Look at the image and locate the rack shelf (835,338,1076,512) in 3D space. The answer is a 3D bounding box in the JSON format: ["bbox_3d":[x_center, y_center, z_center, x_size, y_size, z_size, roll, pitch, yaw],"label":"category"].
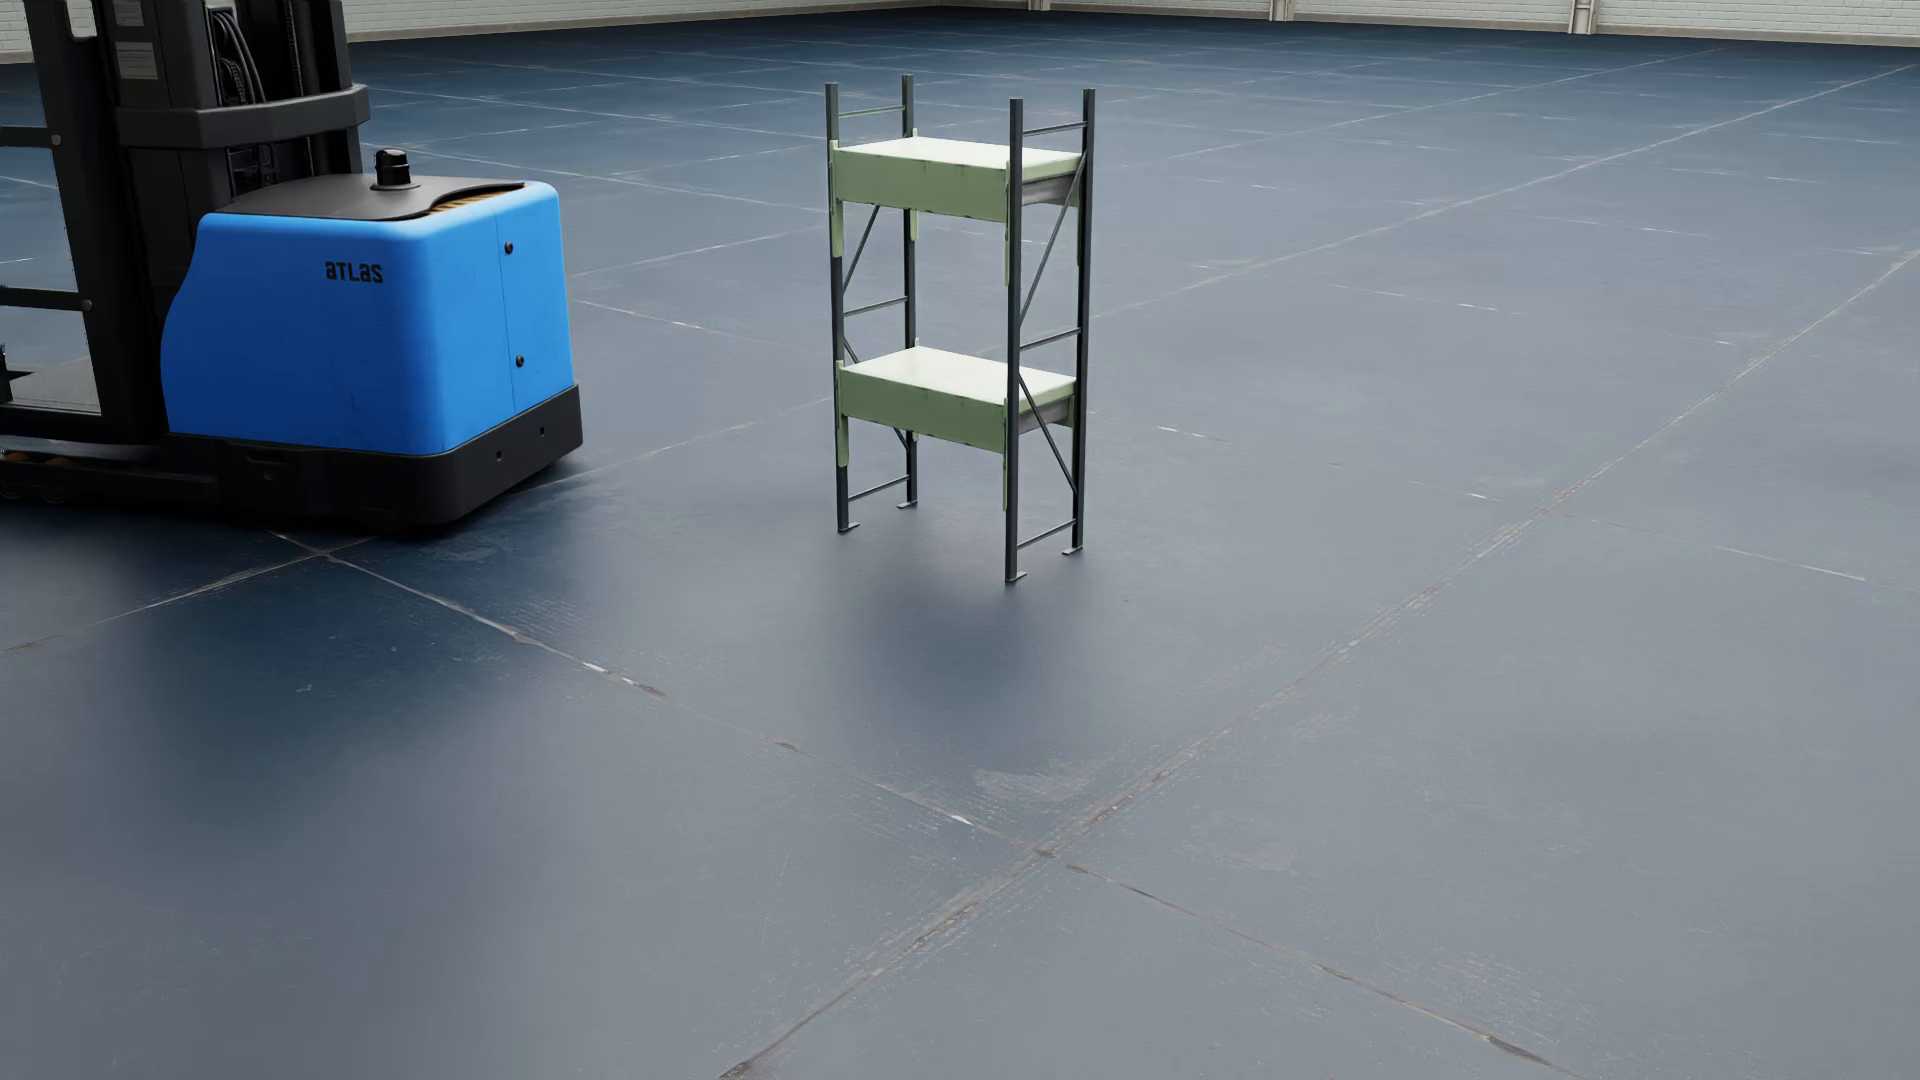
[{"bbox_3d":[-0.005,-0.398,5.523,0.720,0.370,0.431,16,26,36],"label":"rack shelf"}]

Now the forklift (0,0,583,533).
[{"bbox_3d":[-3.038,-1.672,5.948,3.031,2.935,1.130,6,21,15],"label":"forklift"}]

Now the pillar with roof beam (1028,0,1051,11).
[{"bbox_3d":[-0.972,-14.709,31.921,0.400,9.000,9.100,16,26,36],"label":"pillar with roof beam"}]

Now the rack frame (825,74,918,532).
[{"bbox_3d":[-0.289,-0.785,5.624,0.023,1.500,0.400,16,26,36],"label":"rack frame"}]

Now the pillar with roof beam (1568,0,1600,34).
[{"bbox_3d":[8.324,-12.032,24.821,0.400,9.000,9.100,16,26,36],"label":"pillar with roof beam"}]

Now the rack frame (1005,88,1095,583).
[{"bbox_3d":[0.278,-0.622,5.191,0.023,1.500,0.400,16,26,36],"label":"rack frame"}]

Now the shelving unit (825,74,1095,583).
[{"bbox_3d":[-0.005,-0.703,5.407,0.755,1.500,0.431,16,26,36],"label":"shelving unit"}]

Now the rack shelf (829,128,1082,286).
[{"bbox_3d":[-0.005,-1.068,5.270,0.720,0.370,0.431,16,26,36],"label":"rack shelf"}]

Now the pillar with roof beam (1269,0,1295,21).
[{"bbox_3d":[3.676,-13.371,28.371,0.400,9.000,9.100,16,26,36],"label":"pillar with roof beam"}]
